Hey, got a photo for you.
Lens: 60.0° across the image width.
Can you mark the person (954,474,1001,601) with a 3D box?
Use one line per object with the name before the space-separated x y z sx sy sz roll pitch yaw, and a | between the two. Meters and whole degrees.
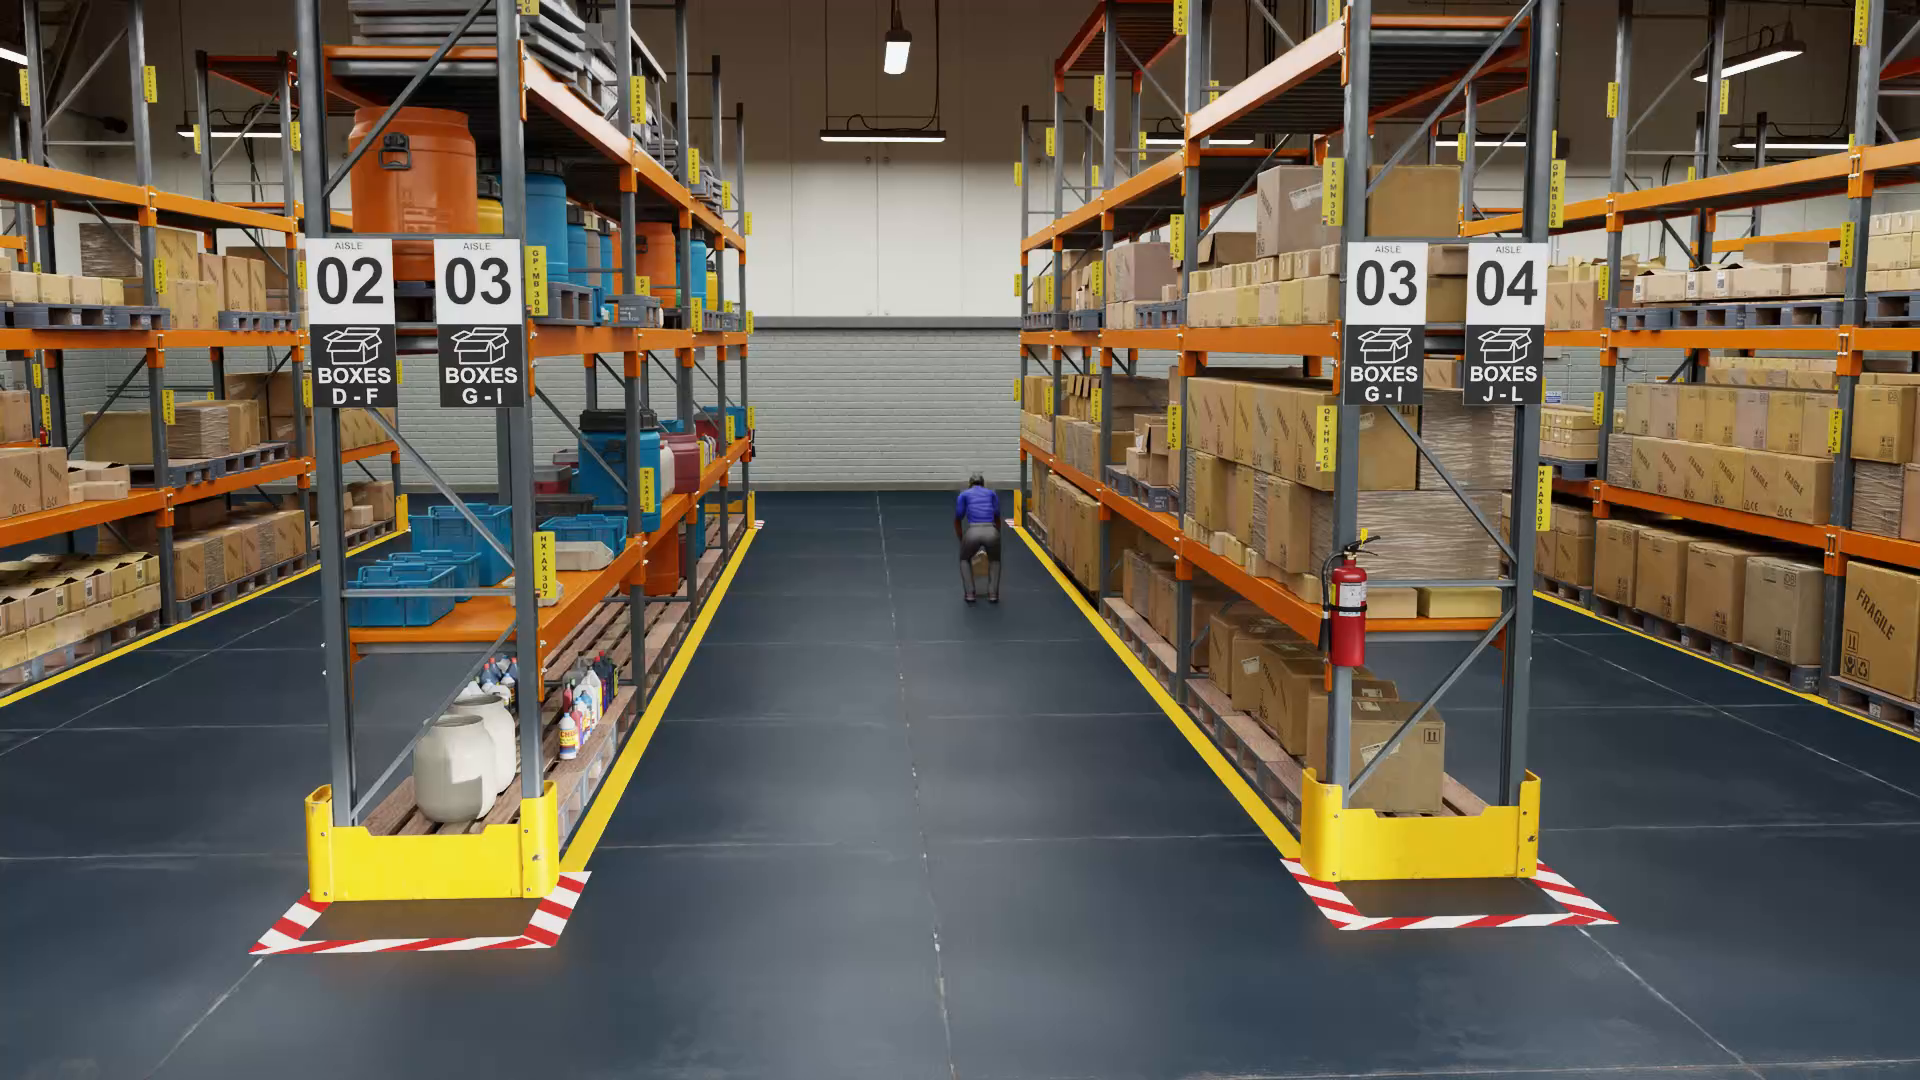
person | 0.185 -0.018 17.398 0.497 1.308 0.667 0 7 -1
